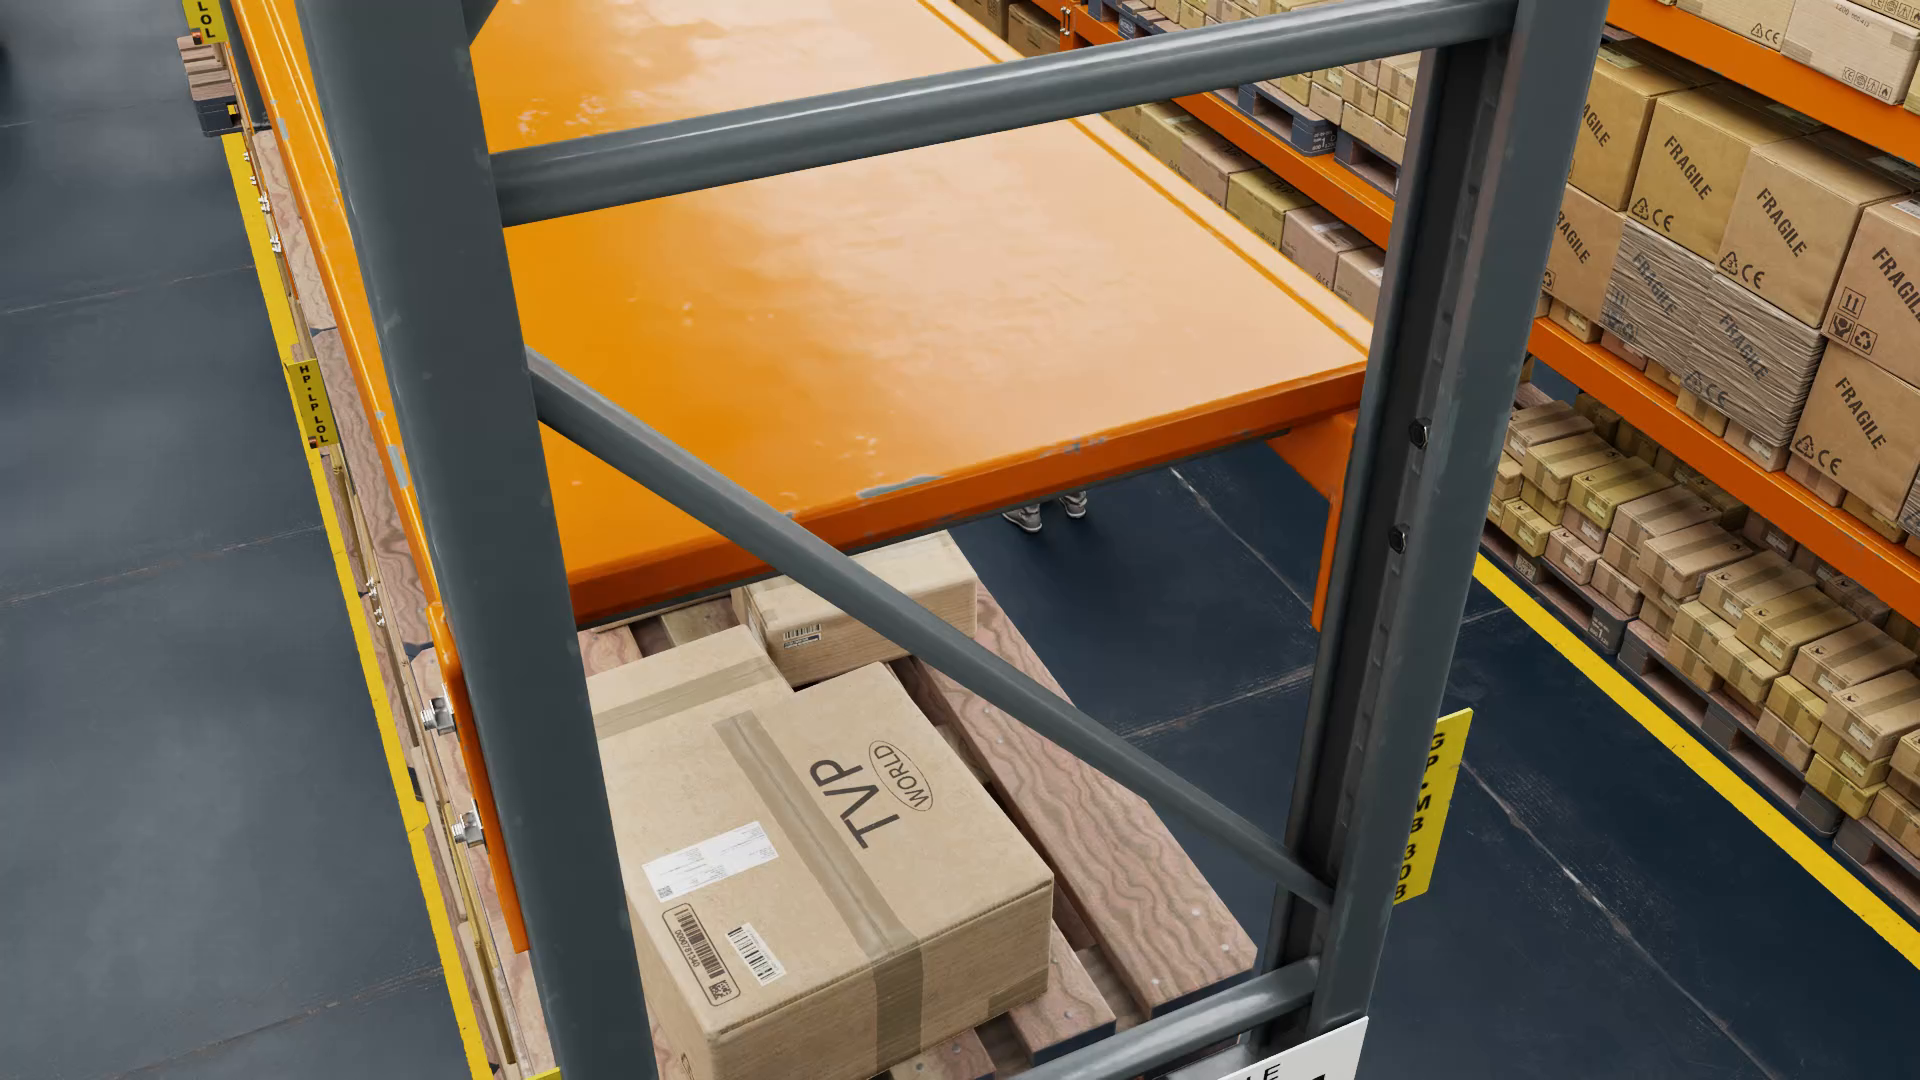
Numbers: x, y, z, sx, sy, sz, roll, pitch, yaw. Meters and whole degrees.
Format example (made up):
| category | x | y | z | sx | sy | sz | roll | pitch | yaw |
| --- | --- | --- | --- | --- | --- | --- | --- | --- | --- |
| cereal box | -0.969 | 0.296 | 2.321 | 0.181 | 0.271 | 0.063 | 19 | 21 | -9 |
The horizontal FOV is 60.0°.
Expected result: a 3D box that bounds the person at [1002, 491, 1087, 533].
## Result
| category | x | y | z | sx | sy | sz | roll | pitch | yaw |
| --- | --- | --- | --- | --- | --- | --- | --- | --- | --- |
| person | 0.409 | -0.780 | 7.869 | 0.535 | 1.663 | 0.379 | -16 | 40 | -20 |
